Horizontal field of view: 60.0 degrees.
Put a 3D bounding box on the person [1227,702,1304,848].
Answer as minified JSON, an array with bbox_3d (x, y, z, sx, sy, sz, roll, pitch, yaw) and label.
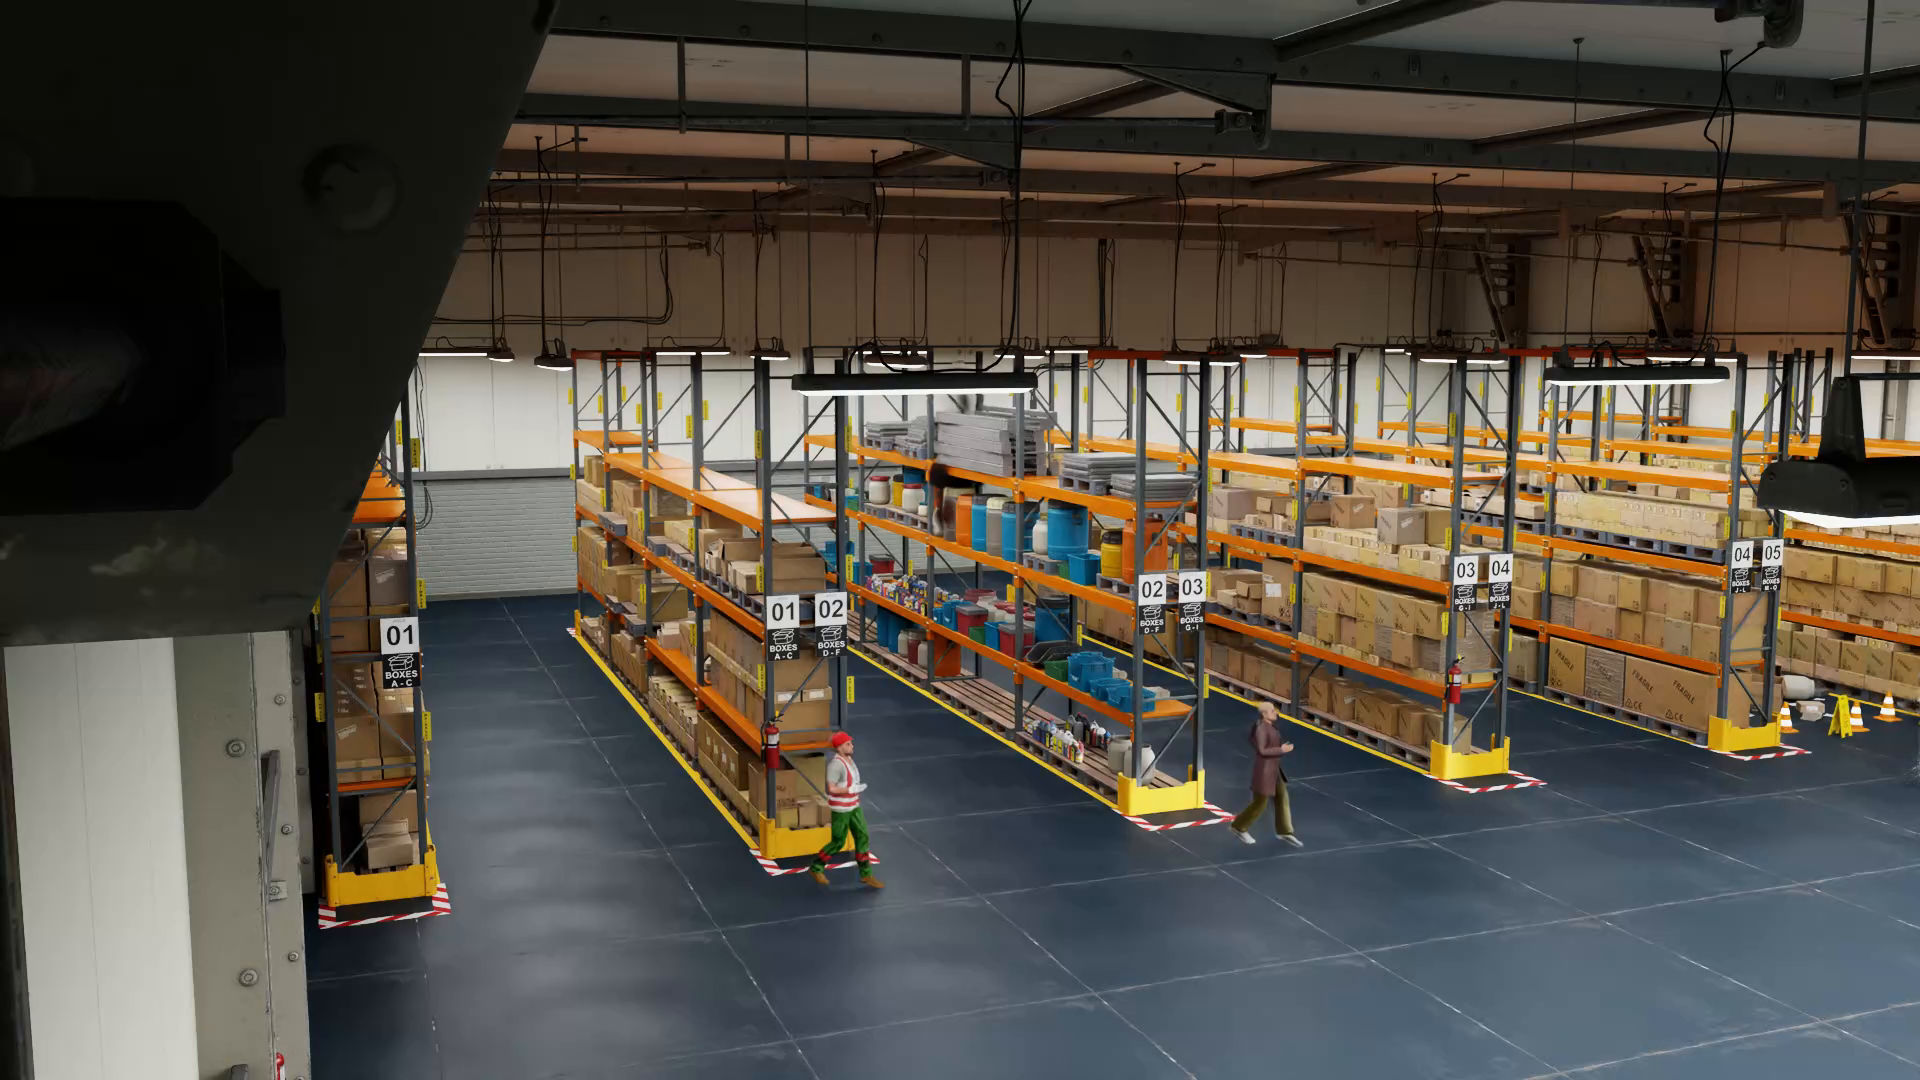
[{"bbox_3d":[3.772,2.897,20.482,0.908,1.828,0.709,3,8,21],"label":"person"}]

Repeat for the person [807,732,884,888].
[{"bbox_3d":[-1.311,3.077,18.920,0.878,1.807,0.658,2,7,19],"label":"person"}]
